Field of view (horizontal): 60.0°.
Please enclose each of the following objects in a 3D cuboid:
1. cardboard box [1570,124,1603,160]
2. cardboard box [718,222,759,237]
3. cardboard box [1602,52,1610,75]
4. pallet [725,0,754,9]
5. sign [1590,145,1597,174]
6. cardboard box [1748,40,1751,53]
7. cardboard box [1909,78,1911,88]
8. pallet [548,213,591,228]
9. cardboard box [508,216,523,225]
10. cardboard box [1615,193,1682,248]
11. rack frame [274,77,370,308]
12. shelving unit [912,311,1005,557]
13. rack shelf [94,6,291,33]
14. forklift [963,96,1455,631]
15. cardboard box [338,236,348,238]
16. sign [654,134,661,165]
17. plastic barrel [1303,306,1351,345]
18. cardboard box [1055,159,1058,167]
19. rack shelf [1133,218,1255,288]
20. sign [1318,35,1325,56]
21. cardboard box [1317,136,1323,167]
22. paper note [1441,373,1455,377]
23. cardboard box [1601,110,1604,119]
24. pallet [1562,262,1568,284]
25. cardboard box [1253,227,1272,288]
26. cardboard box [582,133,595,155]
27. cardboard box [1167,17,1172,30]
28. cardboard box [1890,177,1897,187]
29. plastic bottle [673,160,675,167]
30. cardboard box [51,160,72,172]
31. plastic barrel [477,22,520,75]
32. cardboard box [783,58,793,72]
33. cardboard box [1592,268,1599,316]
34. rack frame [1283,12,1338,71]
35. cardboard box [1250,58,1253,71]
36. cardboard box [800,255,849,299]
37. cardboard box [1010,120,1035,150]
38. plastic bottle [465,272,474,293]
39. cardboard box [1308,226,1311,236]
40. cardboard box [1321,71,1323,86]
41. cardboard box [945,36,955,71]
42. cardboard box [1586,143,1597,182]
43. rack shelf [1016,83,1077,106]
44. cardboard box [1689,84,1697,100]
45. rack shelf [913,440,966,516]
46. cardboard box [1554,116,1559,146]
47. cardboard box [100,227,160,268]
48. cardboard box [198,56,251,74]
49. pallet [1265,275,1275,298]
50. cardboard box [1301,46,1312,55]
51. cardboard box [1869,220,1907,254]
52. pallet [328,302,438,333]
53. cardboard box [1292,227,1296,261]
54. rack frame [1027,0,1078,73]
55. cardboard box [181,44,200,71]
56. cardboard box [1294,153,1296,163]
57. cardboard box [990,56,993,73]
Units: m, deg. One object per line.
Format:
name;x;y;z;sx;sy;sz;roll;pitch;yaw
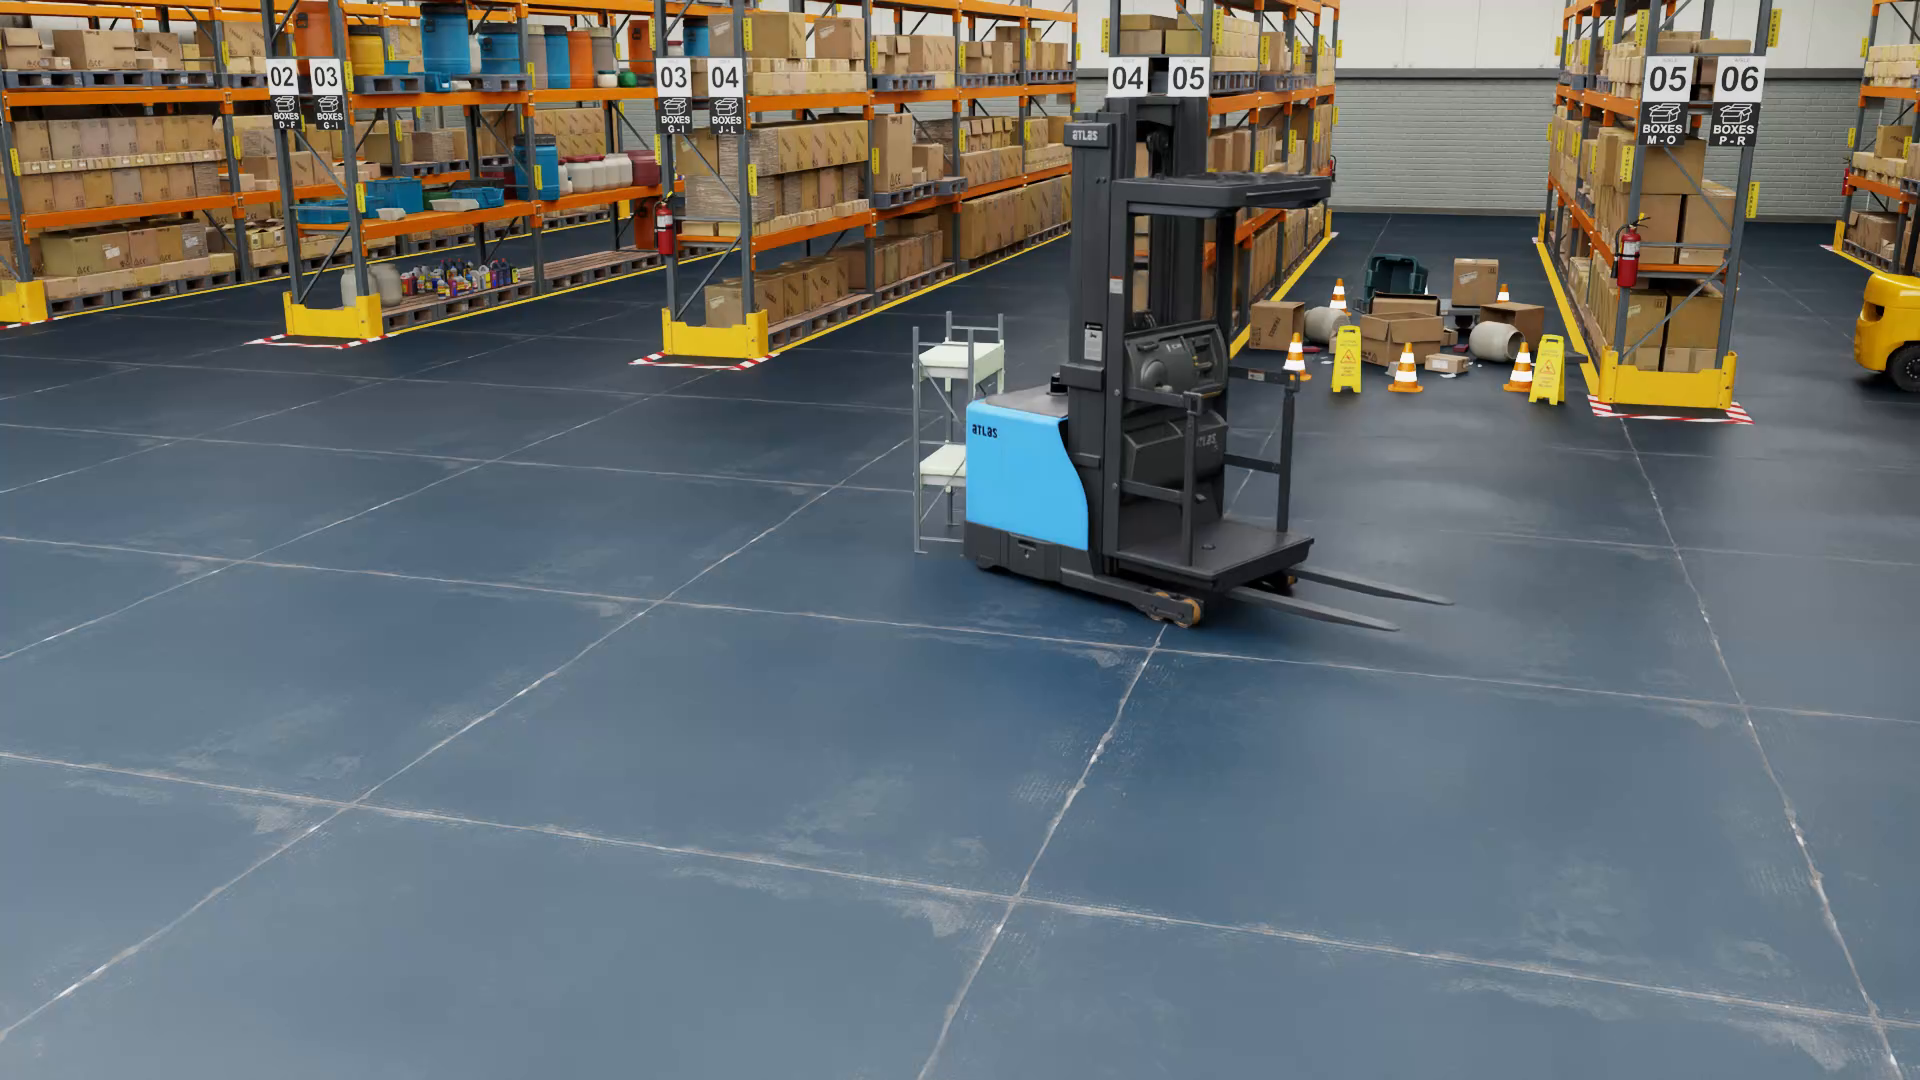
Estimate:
cardboard box;9.192;-5.787;24.220;0.500;0.500;0.500;5;16;16
cardboard box;-2.455;-3.449;18.453;0.380;0.149;0.250;5;16;16
cardboard box;8.732;-6.082;21.596;0.700;0.500;0.500;5;16;16
pallet;-4.309;-9.421;29.133;1.003;0.211;1.213;5;16;16
sign;7.341;-4.391;19.191;0.100;0.325;0.005;5;16;16
cardboard box;7.363;-4.716;15.961;0.380;0.149;0.250;5;16;16
cardboard box;14.799;-7.004;25.489;0.380;0.149;0.250;5;16;16
pallet;-8.310;-6.581;34.144;1.003;0.211;1.213;5;16;16
cardboard box;-8.716;-6.280;31.749;0.500;0.500;0.500;5;16;16
cardboard box;6.627;-3.100;16.033;0.500;0.500;0.500;4;16;15
rack frame;-7.513;-3.898;19.575;1.000;3.000;0.127;5;16;16
shelving unit;-0.002;-0.720;11.119;0.431;1.500;0.755;5;16;16
rack shelf;-14.170;-9.630;30.841;1.077;0.370;4.000;5;16;16
forklift;1.439;-1.066;9.715;3.031;2.935;1.130;14;21;41
cardboard box;-10.188;-5.101;27.056;0.500;0.311;0.500;5;16;16
sign;-3.291;-4.271;18.190;0.100;0.325;0.005;5;16;16
plastic barrel;4.247;-2.494;19.347;0.421;0.421;0.512;-10;19;-32
cardboard box;1.635;-7.125;31.413;0.380;0.149;0.250;5;16;16
rack shelf;2.531;-3.280;18.714;1.077;0.370;4.000;5;16;16
sign;5.906;-8.081;27.158;0.100;0.325;0.005;5;16;16
cardboard box;6.066;-6.802;29.087;0.500;0.500;0.500;4;16;15
paper note;5.097;-1.719;17.332;0.148;0.019;0.142;-1;16;-3
cardboard box;10.543;-6.857;26.802;0.380;0.149;0.250;5;17;17
pallet;9.655;-4.015;25.099;1.003;0.211;1.213;5;16;16
cardboard box;3.731;-3.934;23.056;1.050;0.750;0.750;5;17;17
cardboard box;-7.872;-8.113;34.251;0.500;0.500;0.500;5;17;16
cardboard box;2.022;-5.438;17.556;0.380;0.149;0.250;5;17;16
cardboard box;14.860;-5.623;26.116;0.380;0.149;0.250;5;17;17
plastic bottle;-5.033;-6.527;28.933;0.144;0.351;0.185;5;16;16
cardboard box;-11.799;-4.864;21.607;0.380;0.149;0.250;5;16;16
plastic barrel;-6.440;-6.778;23.315;0.600;0.901;0.708;5;16;16
cardboard box;-2.126;-5.396;18.902;0.380;0.149;0.250;5;16;16
cardboard box;7.306;-2.757;18.449;0.500;0.500;0.500;5;17;18
rack frame;6.509;-10.175;30.711;1.000;3.000;0.127;5;16;16
cardboard box;3.159;-5.468;19.120;0.380;0.149;0.250;5;17;17
cardboard box;-1.780;-3.458;21.836;0.500;0.500;0.500;4;16;14
cardboard box;1.027;-7.190;29.539;0.500;0.500;0.500;5;16;16
plastic bottle;-6.516;-3.416;22.069;0.097;0.271;0.097;0;16;0
cardboard box;5.782;-5.286;28.378;0.380;0.149;0.250;5;17;18
cardboard box;5.891;-7.846;28.270;0.500;0.250;0.500;4;16;15
cardboard box;-0.387;-7.194;24.600;0.500;0.500;0.500;5;17;17
cardboard box;8.375;-4.855;21.453;0.500;0.500;0.500;5;17;17
rack shelf;1.214;-8.274;30.823;1.077;0.370;4.000;5;16;16
cardboard box;7.286;-4.338;16.090;0.380;0.149;0.250;5;16;16
rack shelf;-0.002;-0.406;11.208;0.431;0.370;0.720;5;16;16
cardboard box;10.595;-7.086;28.799;0.500;0.500;0.500;4;16;15
cardboard box;-11.467;-4.038;22.965;0.500;0.500;0.500;5;16;16
cardboard box;-10.940;-7.063;24.742;0.500;0.250;0.500;6;17;22
pallet;3.940;-3.654;23.824;1.003;0.211;1.213;5;16;16
cardboard box;5.687;-8.103;27.531;0.380;0.149;0.250;4;16;15
cardboard box;15.204;-4.902;26.926;0.700;0.500;0.500;4;16;14
pallet;-7.301;-2.792;20.786;1.003;0.211;1.213;5;16;16
cardboard box;4.962;-4.627;25.956;0.500;0.500;0.500;4;16;14
rack frame;1.783;-10.586;32.160;1.000;3.000;0.127;5;16;16
cardboard box;-14.386;-8.880;30.652;0.700;0.500;0.500;6;17;19
cardboard box;5.078;-6.002;26.138;0.380;0.149;0.250;5;17;16
cardboard box;0.248;-7.975;27.847;0.500;0.311;0.500;4;16;14
